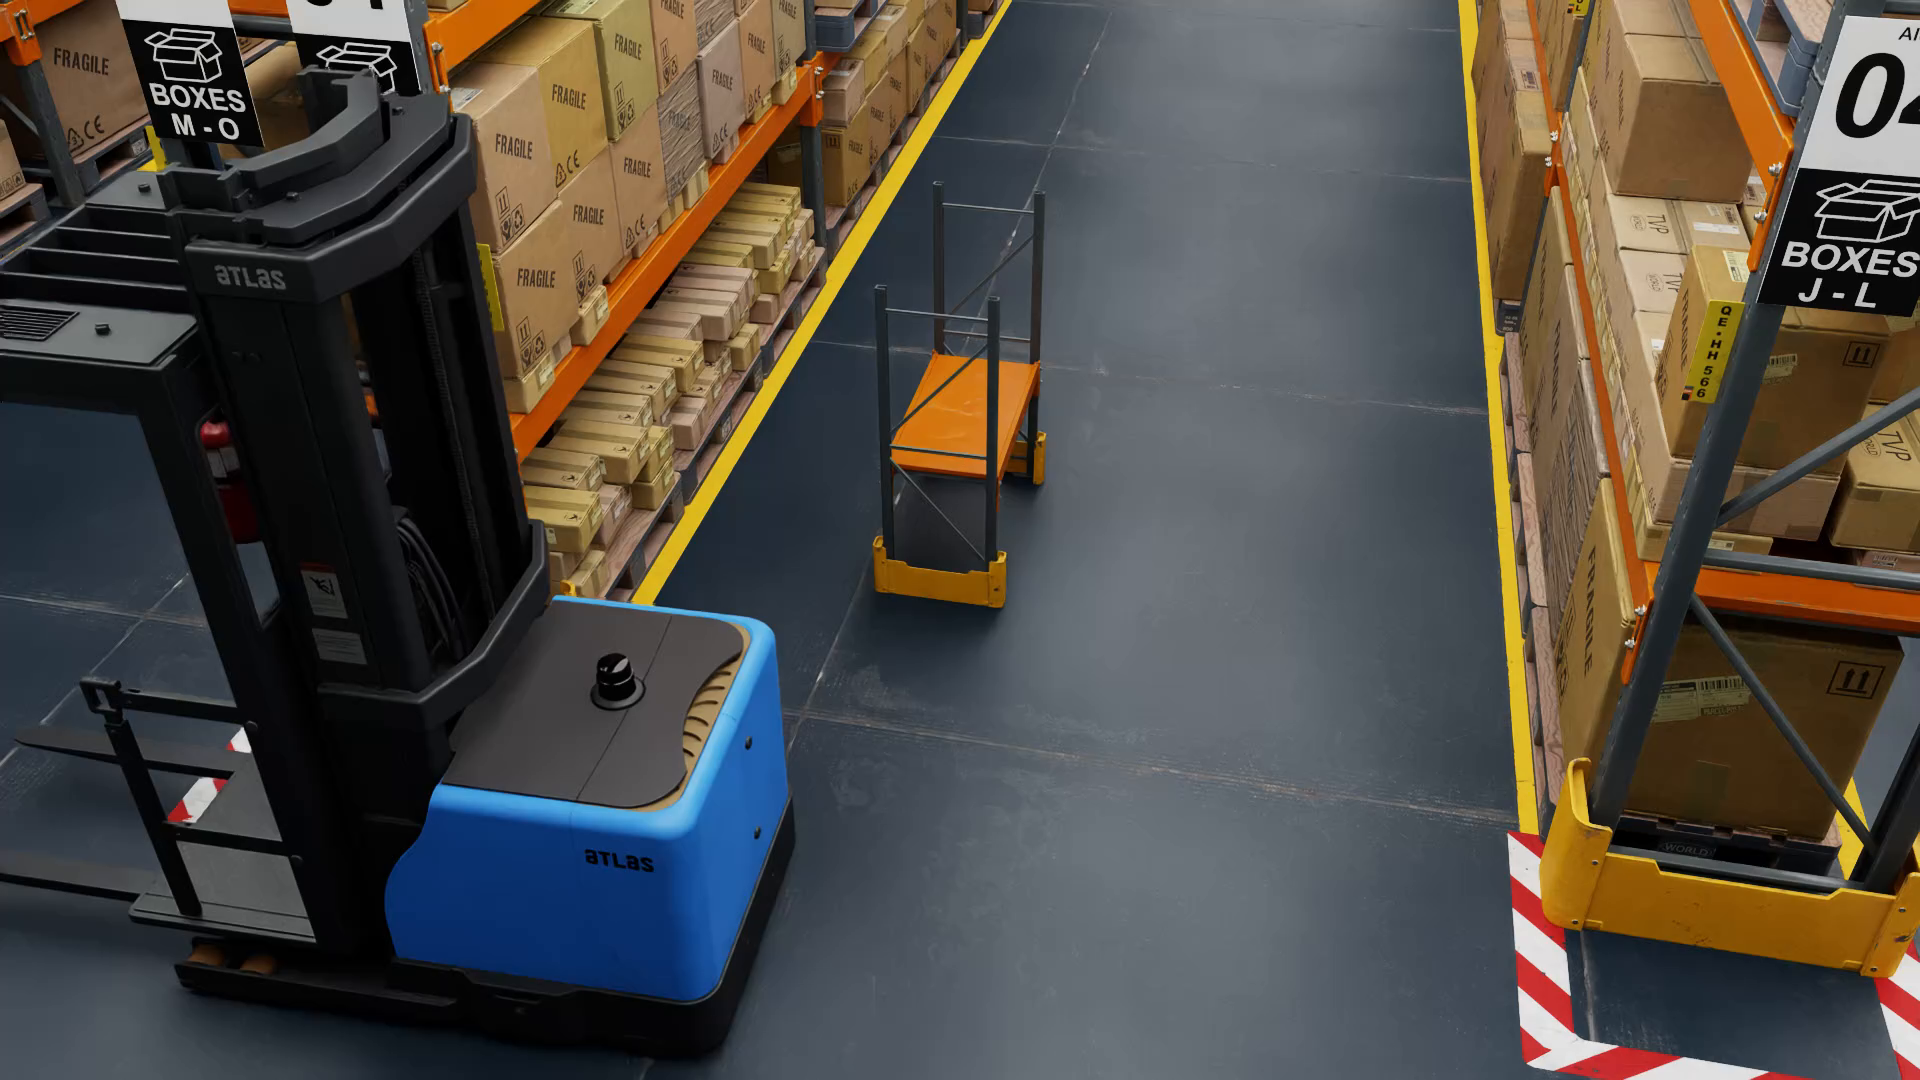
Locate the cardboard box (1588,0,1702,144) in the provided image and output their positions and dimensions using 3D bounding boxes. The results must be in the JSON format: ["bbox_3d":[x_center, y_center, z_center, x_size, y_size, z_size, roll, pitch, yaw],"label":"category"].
[{"bbox_3d":[3.066,-2.026,7.225,0.500,0.500,0.500,7,37,10],"label":"cardboard box"}]

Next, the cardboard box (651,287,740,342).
[{"bbox_3d":[-1.322,-1.130,8.317,0.380,0.149,0.250,6,36,8],"label":"cardboard box"}]

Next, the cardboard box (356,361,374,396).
[{"bbox_3d":[-2.354,-0.694,6.366,0.380,0.149,0.250,7,37,10],"label":"cardboard box"}]

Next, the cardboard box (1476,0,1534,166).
[{"bbox_3d":[4.020,-2.887,10.630,1.225,0.875,0.875,7,37,10],"label":"cardboard box"}]

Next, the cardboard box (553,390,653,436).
[{"bbox_3d":[-1.611,-0.542,7.506,0.380,0.149,0.250,6,36,8],"label":"cardboard box"}]

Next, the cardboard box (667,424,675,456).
[{"bbox_3d":[-1.577,-0.444,7.878,0.380,0.149,0.250,7,37,10],"label":"cardboard box"}]

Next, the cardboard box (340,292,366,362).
[{"bbox_3d":[-2.303,-1.024,6.269,0.500,0.500,0.500,8,37,11],"label":"cardboard box"}]

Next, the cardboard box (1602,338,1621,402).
[{"bbox_3d":[2.648,-0.623,6.268,0.380,0.149,0.250,7,36,9],"label":"cardboard box"}]

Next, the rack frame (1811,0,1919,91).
[{"bbox_3d":[2.677,-2.323,3.287,1.000,3.000,0.127,7,37,10],"label":"rack frame"}]

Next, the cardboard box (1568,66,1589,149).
[{"bbox_3d":[3.175,-2.010,7.842,0.500,0.250,0.500,7,36,9],"label":"cardboard box"}]

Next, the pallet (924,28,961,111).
[{"bbox_3d":[-0.607,-3.583,12.514,1.003,0.211,1.213,7,37,10],"label":"pallet"}]

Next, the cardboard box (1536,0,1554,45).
[{"bbox_3d":[3.581,-3.113,9.404,0.500,0.500,0.500,7,37,9],"label":"cardboard box"}]

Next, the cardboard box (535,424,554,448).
[{"bbox_3d":[-2.046,-0.487,7.684,0.380,0.149,0.250,7,37,9],"label":"cardboard box"}]

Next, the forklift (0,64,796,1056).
[{"bbox_3d":[-2.169,0.068,5.159,3.031,2.935,1.130,6,36,8],"label":"forklift"}]

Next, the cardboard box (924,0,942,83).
[{"bbox_3d":[-0.438,-3.611,11.948,0.500,0.500,0.500,9,37,12],"label":"cardboard box"}]

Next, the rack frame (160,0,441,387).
[{"bbox_3d":[-2.147,-0.573,5.985,1.000,3.000,0.127,7,37,10],"label":"rack frame"}]

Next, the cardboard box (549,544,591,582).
[{"bbox_3d":[-1.785,0.022,6.981,0.380,0.149,0.250,9,37,12],"label":"cardboard box"}]

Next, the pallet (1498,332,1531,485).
[{"bbox_3d":[3.292,-0.632,8.442,1.003,0.211,1.213,7,37,10],"label":"pallet"}]

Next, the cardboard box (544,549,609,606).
[{"bbox_3d":[-1.723,0.151,7.058,0.380,0.149,0.250,8,37,11],"label":"cardboard box"}]

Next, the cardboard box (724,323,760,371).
[{"bbox_3d":[-1.265,-1.021,8.675,0.380,0.149,0.250,7,37,10],"label":"cardboard box"}]

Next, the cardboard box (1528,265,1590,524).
[{"bbox_3d":[3.120,-0.612,7.492,0.875,0.875,0.875,7,37,10],"label":"cardboard box"}]

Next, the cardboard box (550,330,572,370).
[{"bbox_3d":[-1.744,-0.768,6.467,0.380,0.149,0.250,9,37,12],"label":"cardboard box"}]

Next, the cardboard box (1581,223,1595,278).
[{"bbox_3d":[2.866,-1.214,7.083,0.380,0.149,0.250,8,37,11],"label":"cardboard box"}]

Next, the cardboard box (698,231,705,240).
[{"bbox_3d":[-1.649,-1.679,9.328,0.380,0.149,0.250,8,37,10],"label":"cardboard box"}]

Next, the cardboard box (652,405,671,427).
[{"bbox_3d":[-1.581,-0.577,7.808,0.380,0.149,0.250,6,36,8],"label":"cardboard box"}]

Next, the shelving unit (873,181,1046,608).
[{"bbox_3d":[0.016,-0.651,7.370,0.587,1.500,1.083,7,37,10],"label":"shelving unit"}]

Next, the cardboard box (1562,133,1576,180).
[{"bbox_3d":[3.087,-1.807,7.901,0.380,0.149,0.250,6,36,8],"label":"cardboard box"}]

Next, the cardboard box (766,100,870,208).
[{"bbox_3d":[-0.876,-2.415,10.298,0.500,0.500,0.500,9,37,12],"label":"cardboard box"}]

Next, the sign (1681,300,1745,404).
[{"bbox_3d":[2.149,-0.535,4.743,0.100,0.325,0.005,7,37,10],"label":"sign"}]

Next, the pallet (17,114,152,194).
[{"bbox_3d":[-6.059,-2.752,11.367,1.003,0.211,1.213,7,37,10],"label":"pallet"}]

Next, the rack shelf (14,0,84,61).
[{"bbox_3d":[-5.723,-4.285,11.719,1.077,0.370,4.000,7,37,10],"label":"rack shelf"}]

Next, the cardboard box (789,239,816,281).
[{"bbox_3d":[-1.044,-1.615,9.494,0.380,0.149,0.250,8,37,11],"label":"cardboard box"}]

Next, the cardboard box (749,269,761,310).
[{"bbox_3d":[-1.285,-1.338,8.859,0.380,0.149,0.250,8,37,10],"label":"cardboard box"}]

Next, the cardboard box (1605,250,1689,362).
[{"bbox_3d":[2.738,-0.847,6.237,0.500,0.250,0.500,6,36,8],"label":"cardboard box"}]

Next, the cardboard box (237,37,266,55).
[{"bbox_3d":[-5.719,-4.136,12.353,0.875,0.875,0.875,8,37,11],"label":"cardboard box"}]

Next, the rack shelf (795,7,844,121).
[{"bbox_3d":[-0.866,-3.722,10.942,1.077,0.370,4.000,7,37,10],"label":"rack shelf"}]

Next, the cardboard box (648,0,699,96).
[{"bbox_3d":[-1.452,-2.241,7.096,0.500,0.500,0.500,6,36,8],"label":"cardboard box"}]

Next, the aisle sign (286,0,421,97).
[{"bbox_3d":[-1.870,-1.547,5.113,0.394,0.787,0.004,7,37,10],"label":"aisle sign"}]

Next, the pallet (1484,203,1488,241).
[{"bbox_3d":[3.881,-2.211,10.621,1.003,0.211,1.213,7,37,10],"label":"pallet"}]

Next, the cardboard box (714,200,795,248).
[{"bbox_3d":[-1.131,-1.735,9.153,0.380,0.149,0.250,8,37,11],"label":"cardboard box"}]

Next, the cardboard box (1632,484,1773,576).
[{"bbox_3d":[2.431,-0.038,5.460,0.380,0.149,0.250,8,37,11],"label":"cardboard box"}]

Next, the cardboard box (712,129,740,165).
[{"bbox_3d":[-1.297,-1.961,8.113,0.380,0.149,0.250,6,36,8],"label":"cardboard box"}]

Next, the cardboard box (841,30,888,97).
[{"bbox_3d":[-0.766,-3.024,10.500,0.500,0.250,0.500,8,37,11],"label":"cardboard box"}]

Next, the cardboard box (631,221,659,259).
[{"bbox_3d":[-1.551,-1.371,7.300,0.380,0.149,0.250,7,36,9],"label":"cardboard box"}]

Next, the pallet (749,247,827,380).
[{"bbox_3d":[-1.402,-1.348,9.430,1.003,0.211,1.213,7,37,10],"label":"pallet"}]

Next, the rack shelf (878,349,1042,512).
[{"bbox_3d":[0.018,-0.511,7.483,0.538,0.185,1.000,7,37,10],"label":"rack shelf"}]

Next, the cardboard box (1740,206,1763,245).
[{"bbox_3d":[3.365,-1.081,6.560,0.500,0.250,0.500,7,36,9],"label":"cardboard box"}]

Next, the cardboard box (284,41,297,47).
[{"bbox_3d":[-2.184,-1.723,6.381,0.500,0.500,0.500,6,36,8],"label":"cardboard box"}]

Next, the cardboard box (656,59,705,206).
[{"bbox_3d":[-1.472,-1.839,7.393,0.500,0.500,0.500,6,36,9],"label":"cardboard box"}]
